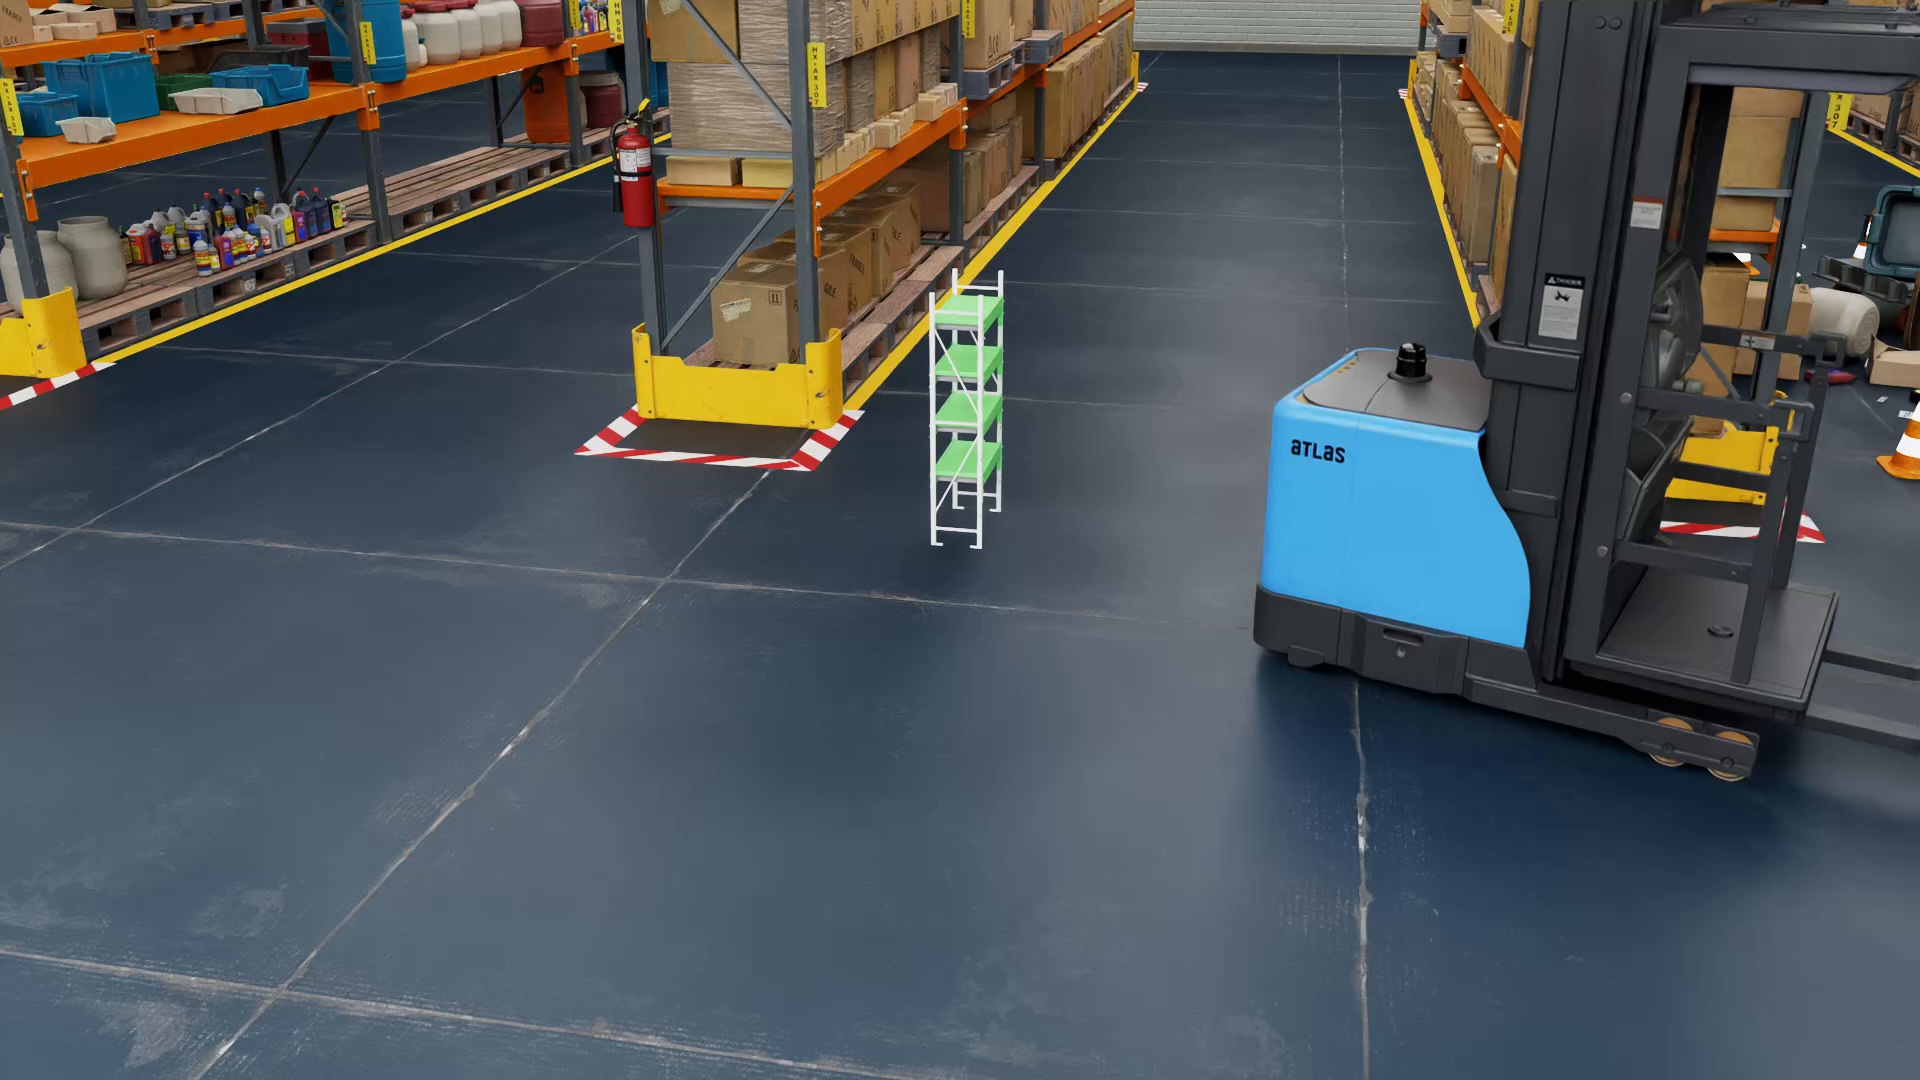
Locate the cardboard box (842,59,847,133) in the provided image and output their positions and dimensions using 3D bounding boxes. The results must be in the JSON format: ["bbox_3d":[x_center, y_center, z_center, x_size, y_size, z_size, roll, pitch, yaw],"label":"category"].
[{"bbox_3d":[-1.166,-2.668,9.930,0.875,0.500,0.500,4,22,11],"label":"cardboard box"}]

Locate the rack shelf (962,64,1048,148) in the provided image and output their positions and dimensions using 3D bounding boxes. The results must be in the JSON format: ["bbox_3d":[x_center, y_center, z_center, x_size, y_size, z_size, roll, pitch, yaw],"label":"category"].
[{"bbox_3d":[-0.065,-3.953,14.616,1.077,0.370,4.000,4,22,11],"label":"rack shelf"}]

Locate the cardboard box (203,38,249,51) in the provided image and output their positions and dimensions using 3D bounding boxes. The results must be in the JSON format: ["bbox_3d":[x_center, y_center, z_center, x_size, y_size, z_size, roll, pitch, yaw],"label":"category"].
[{"bbox_3d":[-9.079,-6.106,20.752,0.500,0.250,0.500,5,22,11],"label":"cardboard box"}]

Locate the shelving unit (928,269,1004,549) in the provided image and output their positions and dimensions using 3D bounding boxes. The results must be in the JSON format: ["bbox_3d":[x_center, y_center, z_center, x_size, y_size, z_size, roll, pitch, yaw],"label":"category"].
[{"bbox_3d":[0.034,-0.617,7.780,0.258,1.200,0.503,4,22,11],"label":"shelving unit"}]

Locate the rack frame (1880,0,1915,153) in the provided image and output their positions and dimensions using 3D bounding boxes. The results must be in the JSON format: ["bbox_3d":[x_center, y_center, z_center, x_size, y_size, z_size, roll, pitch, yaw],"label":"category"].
[{"bbox_3d":[10.861,-5.725,18.054,1.000,3.000,0.127,4,22,11],"label":"rack frame"}]

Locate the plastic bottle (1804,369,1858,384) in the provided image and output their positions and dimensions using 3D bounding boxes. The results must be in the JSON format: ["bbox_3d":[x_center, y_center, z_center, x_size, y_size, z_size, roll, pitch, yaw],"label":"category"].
[{"bbox_3d":[5.387,-1.010,10.280,0.283,0.061,0.133,-3,22,-8],"label":"plastic bottle"}]

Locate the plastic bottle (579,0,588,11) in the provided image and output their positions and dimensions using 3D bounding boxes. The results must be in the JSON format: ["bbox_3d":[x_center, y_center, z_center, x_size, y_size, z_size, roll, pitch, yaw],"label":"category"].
[{"bbox_3d":[-4.342,-6.112,19.188,0.097,0.271,0.097,0,22,0],"label":"plastic bottle"}]

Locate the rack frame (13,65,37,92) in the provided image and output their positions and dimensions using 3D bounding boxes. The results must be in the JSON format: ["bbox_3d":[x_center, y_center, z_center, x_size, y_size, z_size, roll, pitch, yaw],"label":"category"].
[{"bbox_3d":[-13.388,-7.614,22.743,1.000,3.000,0.127,4,22,11],"label":"rack frame"}]

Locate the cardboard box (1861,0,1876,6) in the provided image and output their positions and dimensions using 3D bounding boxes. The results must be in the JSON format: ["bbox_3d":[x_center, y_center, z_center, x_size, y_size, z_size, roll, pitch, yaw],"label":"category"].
[{"bbox_3d":[10.893,-6.334,19.433,0.500,0.500,0.500,4,22,10],"label":"cardboard box"}]

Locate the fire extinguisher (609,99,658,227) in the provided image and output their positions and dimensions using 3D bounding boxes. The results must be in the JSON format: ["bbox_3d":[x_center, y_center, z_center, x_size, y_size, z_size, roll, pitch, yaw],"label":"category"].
[{"bbox_3d":[-1.764,-2.050,9.031,0.296,0.674,0.183,4,22,11],"label":"fire extinguisher"}]

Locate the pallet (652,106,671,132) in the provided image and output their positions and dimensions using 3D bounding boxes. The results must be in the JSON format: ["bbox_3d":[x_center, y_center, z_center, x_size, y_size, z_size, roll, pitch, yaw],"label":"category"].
[{"bbox_3d":[-3.888,-5.286,20.696,1.003,0.211,1.213,4,22,11],"label":"pallet"}]

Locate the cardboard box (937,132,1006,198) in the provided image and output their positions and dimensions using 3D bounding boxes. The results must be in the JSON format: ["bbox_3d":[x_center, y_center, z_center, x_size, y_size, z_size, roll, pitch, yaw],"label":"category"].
[{"bbox_3d":[0.016,-3.404,15.048,0.700,0.500,0.500,6,23,15],"label":"cardboard box"}]

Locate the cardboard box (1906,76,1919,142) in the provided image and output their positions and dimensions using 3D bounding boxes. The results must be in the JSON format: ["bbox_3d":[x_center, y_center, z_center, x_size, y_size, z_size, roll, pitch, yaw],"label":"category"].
[{"bbox_3d":[10.812,-4.702,17.795,0.875,0.875,0.875,5,23,13],"label":"cardboard box"}]

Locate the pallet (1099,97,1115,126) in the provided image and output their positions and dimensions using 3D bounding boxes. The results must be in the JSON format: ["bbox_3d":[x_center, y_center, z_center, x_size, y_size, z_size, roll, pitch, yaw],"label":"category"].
[{"bbox_3d":[1.391,-5.459,21.127,1.003,0.211,1.213,4,22,11],"label":"pallet"}]

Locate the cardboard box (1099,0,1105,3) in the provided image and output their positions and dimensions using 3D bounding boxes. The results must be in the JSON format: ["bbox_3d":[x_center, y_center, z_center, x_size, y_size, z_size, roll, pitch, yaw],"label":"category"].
[{"bbox_3d":[1.511,-6.701,20.280,0.500,0.250,0.500,4,22,10],"label":"cardboard box"}]

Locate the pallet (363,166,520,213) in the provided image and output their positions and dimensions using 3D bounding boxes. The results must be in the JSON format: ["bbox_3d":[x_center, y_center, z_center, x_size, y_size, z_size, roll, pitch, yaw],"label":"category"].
[{"bbox_3d":[-4.953,-3.377,15.956,1.003,0.211,1.213,4,22,11],"label":"pallet"}]

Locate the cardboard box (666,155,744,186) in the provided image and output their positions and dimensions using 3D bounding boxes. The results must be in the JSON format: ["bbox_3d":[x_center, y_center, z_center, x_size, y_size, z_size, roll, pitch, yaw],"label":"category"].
[{"bbox_3d":[-1.434,-2.096,9.378,0.380,0.149,0.250,4,22,11],"label":"cardboard box"}]

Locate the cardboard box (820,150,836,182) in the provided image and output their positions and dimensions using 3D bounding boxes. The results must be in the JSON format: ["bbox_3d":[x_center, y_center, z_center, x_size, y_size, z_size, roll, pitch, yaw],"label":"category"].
[{"bbox_3d":[-0.928,-2.152,9.517,0.380,0.149,0.250,4,22,11],"label":"cardboard box"}]

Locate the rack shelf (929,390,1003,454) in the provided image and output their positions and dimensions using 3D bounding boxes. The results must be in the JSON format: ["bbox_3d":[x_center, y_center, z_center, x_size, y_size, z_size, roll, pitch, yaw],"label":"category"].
[{"bbox_3d":[0.034,-0.558,7.804,0.258,0.148,0.480,4,22,11],"label":"rack shelf"}]

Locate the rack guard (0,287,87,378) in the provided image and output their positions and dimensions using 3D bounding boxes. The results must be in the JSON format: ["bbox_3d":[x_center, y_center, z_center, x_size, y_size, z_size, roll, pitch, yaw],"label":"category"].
[{"bbox_3d":[-6.169,-1.342,10.516,1.175,0.500,0.348,4,22,11],"label":"rack guard"}]

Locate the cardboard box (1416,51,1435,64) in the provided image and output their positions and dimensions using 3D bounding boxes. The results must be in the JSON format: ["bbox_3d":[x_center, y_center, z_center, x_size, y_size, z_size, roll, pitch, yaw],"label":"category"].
[{"bbox_3d":[6.371,-6.511,22.463,0.380,0.149,0.250,3,22,8],"label":"cardboard box"}]

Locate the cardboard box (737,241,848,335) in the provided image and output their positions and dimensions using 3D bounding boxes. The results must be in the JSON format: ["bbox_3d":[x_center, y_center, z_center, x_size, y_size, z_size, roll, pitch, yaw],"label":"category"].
[{"bbox_3d":[-1.057,-1.576,10.535,0.500,0.500,0.500,11,24,25],"label":"cardboard box"}]

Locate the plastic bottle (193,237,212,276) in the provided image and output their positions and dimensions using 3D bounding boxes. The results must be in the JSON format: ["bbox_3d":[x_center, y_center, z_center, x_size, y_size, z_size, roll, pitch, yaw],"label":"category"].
[{"bbox_3d":[-5.463,-2.048,11.986,0.097,0.271,0.097,0,22,0],"label":"plastic bottle"}]

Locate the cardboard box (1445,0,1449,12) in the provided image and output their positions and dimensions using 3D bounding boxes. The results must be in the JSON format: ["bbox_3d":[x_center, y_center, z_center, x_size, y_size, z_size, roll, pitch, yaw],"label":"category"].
[{"bbox_3d":[4.937,-5.229,16.197,0.380,0.149,0.250,5,22,12],"label":"cardboard box"}]

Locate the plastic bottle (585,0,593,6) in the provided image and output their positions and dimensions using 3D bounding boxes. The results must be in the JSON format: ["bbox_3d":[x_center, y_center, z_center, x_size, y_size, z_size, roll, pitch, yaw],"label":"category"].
[{"bbox_3d":[-4.393,-6.237,19.491,0.152,0.276,0.135,4,22,11],"label":"plastic bottle"}]

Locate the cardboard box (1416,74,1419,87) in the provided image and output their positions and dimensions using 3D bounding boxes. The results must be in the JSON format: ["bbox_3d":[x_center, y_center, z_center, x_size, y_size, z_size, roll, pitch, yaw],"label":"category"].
[{"bbox_3d":[6.390,-6.234,22.571,0.380,0.149,0.250,5,22,12],"label":"cardboard box"}]

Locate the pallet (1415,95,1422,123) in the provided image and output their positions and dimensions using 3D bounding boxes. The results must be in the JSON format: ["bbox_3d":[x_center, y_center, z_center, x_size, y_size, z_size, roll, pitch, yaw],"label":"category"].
[{"bbox_3d":[6.343,-5.468,21.148,1.003,0.211,1.213,4,22,11],"label":"pallet"}]

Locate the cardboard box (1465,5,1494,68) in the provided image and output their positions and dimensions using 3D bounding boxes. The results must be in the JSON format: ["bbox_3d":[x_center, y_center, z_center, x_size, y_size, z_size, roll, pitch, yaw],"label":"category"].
[{"bbox_3d":[4.822,-4.506,14.892,0.500,0.500,0.500,5,22,12],"label":"cardboard box"}]

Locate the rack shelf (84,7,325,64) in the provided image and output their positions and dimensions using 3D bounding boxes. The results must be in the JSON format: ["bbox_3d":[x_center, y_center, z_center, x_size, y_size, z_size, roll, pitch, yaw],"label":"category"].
[{"bbox_3d":[-8.946,-6.172,20.127,1.077,0.370,4.000,4,22,11],"label":"rack shelf"}]

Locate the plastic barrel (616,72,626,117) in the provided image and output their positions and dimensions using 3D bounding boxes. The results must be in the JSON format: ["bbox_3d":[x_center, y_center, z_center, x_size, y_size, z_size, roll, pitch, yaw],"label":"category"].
[{"bbox_3d":[-4.165,-5.243,19.624,0.421,0.512,0.421,0,22,0],"label":"plastic barrel"}]

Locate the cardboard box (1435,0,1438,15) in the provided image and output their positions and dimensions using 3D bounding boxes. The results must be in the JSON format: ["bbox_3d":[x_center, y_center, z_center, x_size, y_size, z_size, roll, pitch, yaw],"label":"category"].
[{"bbox_3d":[5.254,-5.657,17.659,0.380,0.149,0.250,3,22,9],"label":"cardboard box"}]

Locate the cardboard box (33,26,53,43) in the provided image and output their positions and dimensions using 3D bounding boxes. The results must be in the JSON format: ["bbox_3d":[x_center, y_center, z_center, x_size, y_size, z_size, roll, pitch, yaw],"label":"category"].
[{"bbox_3d":[-9.559,-5.187,17.054,0.380,0.149,0.250,6,23,15],"label":"cardboard box"}]

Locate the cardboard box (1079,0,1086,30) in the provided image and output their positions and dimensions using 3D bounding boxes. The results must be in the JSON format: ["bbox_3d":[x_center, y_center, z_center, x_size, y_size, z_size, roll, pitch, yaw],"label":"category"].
[{"bbox_3d":[1.123,-5.963,18.511,0.500,0.500,0.500,4,22,10],"label":"cardboard box"}]

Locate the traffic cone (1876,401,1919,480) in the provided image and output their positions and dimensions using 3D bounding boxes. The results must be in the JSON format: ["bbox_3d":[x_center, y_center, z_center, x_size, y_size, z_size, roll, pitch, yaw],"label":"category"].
[{"bbox_3d":[5.044,-0.586,8.690,0.336,0.463,0.334,4,22,11],"label":"traffic cone"}]

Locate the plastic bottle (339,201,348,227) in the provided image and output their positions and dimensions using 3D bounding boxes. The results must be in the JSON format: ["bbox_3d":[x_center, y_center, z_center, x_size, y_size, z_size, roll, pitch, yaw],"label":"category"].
[{"bbox_3d":[-5.091,-2.682,13.655,0.097,0.201,0.097,0,22,0],"label":"plastic bottle"}]

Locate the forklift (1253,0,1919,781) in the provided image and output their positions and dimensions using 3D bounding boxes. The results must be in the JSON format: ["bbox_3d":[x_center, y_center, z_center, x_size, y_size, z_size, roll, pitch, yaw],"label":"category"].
[{"bbox_3d":[2.700,-0.750,5.791,3.031,2.935,1.130,13,25,29],"label":"forklift"}]

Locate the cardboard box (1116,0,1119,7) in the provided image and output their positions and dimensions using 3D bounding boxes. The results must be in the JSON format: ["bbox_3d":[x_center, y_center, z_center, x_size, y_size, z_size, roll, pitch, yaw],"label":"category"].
[{"bbox_3d":[1.862,-7.017,21.599,0.380,0.149,0.250,4,22,9],"label":"cardboard box"}]

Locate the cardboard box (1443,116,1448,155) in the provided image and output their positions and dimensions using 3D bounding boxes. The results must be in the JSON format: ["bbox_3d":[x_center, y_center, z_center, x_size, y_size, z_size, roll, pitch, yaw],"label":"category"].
[{"bbox_3d":[5.166,-4.088,16.774,0.500,0.500,0.500,5,23,13],"label":"cardboard box"}]

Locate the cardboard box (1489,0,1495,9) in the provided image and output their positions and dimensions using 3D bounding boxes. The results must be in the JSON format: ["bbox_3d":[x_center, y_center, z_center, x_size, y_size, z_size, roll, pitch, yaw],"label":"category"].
[{"bbox_3d":[5.076,-4.950,14.656,0.700,0.500,0.500,4,22,11],"label":"cardboard box"}]

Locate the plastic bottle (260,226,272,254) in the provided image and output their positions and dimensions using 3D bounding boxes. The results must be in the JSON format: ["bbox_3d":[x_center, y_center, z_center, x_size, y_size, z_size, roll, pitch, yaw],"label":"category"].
[{"bbox_3d":[-5.311,-2.288,12.677,0.097,0.201,0.097,0,22,0],"label":"plastic bottle"}]

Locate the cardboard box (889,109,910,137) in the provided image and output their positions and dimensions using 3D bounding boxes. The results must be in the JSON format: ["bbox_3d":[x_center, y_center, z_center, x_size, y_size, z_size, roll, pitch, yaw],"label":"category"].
[{"bbox_3d":[-0.550,-2.790,11.102,0.380,0.149,0.250,4,22,11],"label":"cardboard box"}]

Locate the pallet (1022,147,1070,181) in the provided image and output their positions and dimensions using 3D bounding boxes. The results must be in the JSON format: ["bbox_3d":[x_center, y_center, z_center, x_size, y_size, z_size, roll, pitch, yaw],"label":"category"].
[{"bbox_3d":[0.577,-4.007,17.520,1.003,0.211,1.213,4,22,11],"label":"pallet"}]

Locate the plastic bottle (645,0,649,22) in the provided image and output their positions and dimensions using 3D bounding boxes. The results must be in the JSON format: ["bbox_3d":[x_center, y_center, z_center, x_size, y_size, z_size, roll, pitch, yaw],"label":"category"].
[{"bbox_3d":[-3.706,-6.180,19.349,0.152,0.276,0.135,4,22,11],"label":"plastic bottle"}]

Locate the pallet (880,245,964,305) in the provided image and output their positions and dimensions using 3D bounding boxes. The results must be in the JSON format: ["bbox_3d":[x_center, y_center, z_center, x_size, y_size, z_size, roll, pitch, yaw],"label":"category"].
[{"bbox_3d":[-0.576,-2.013,12.570,1.003,0.211,1.213,4,22,11],"label":"pallet"}]

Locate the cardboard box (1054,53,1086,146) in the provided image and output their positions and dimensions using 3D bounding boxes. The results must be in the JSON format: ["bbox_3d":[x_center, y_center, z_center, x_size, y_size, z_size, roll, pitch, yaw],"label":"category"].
[{"bbox_3d":[0.693,-4.803,18.047,1.225,0.875,0.875,5,22,11],"label":"cardboard box"}]

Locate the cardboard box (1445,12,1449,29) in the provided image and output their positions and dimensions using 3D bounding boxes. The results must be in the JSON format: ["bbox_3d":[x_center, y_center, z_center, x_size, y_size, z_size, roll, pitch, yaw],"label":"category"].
[{"bbox_3d":[4.881,-4.987,15.996,0.380,0.149,0.250,4,22,11],"label":"cardboard box"}]

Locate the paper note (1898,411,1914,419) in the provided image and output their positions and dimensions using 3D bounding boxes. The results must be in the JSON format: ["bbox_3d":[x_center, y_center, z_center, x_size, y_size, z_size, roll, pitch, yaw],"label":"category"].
[{"bbox_3d":[5.519,-0.728,9.622,0.144,0.017,0.142,13,25,29],"label":"paper note"}]

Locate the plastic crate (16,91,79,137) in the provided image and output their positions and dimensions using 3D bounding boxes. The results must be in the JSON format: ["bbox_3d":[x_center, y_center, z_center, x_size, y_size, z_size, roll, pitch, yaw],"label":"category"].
[{"bbox_3d":[-6.191,-2.844,11.098,0.499,0.251,0.408,4,22,11],"label":"plastic crate"}]

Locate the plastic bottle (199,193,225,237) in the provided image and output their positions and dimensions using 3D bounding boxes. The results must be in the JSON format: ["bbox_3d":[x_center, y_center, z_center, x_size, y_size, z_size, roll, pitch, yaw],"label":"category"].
[{"bbox_3d":[-5.932,-2.575,13.190,0.144,0.351,0.185,4,22,9],"label":"plastic bottle"}]

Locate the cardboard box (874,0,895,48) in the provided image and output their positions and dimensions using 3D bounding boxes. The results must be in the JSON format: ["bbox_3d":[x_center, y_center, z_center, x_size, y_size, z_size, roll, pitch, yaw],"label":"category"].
[{"bbox_3d":[-0.701,-3.286,10.127,0.500,0.500,0.500,4,22,11],"label":"cardboard box"}]

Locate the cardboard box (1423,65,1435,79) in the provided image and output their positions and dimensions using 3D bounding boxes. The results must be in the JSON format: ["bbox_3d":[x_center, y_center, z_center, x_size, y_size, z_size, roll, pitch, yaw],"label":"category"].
[{"bbox_3d":[6.006,-5.847,20.813,0.380,0.149,0.250,4,22,9],"label":"cardboard box"}]

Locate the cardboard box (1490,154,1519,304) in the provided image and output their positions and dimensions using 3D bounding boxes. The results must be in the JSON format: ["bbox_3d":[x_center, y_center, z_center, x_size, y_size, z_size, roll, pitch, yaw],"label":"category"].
[{"bbox_3d":[4.165,-2.125,11.396,0.875,0.875,0.875,5,22,12],"label":"cardboard box"}]

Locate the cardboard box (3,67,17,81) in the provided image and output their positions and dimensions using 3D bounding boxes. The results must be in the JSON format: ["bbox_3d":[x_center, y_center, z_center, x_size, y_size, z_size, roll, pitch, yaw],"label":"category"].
[{"bbox_3d":[-13.394,-6.564,22.451,0.750,0.750,0.750,5,22,12],"label":"cardboard box"}]

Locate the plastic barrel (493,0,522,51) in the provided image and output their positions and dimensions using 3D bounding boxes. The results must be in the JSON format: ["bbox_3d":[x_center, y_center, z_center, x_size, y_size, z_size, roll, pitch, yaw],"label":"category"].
[{"bbox_3d":[-4.507,-5.055,16.240,0.421,0.512,0.421,0,22,0],"label":"plastic barrel"}]

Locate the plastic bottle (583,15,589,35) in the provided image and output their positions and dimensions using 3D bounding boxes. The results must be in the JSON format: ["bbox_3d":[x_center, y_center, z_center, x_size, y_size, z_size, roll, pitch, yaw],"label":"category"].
[{"bbox_3d":[-4.031,-5.513,17.793,0.097,0.201,0.097,0,22,0],"label":"plastic bottle"}]

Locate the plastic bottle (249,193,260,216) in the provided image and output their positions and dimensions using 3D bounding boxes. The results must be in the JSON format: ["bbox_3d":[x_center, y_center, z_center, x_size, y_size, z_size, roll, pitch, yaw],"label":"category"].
[{"bbox_3d":[-5.751,-2.665,13.503,0.061,0.283,0.133,4,22,11],"label":"plastic bottle"}]

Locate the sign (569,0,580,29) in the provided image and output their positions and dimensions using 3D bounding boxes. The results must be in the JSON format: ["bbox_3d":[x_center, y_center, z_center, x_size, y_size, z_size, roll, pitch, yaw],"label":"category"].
[{"bbox_3d":[-3.966,-5.432,17.107,0.100,0.325,0.005,4,22,11],"label":"sign"}]

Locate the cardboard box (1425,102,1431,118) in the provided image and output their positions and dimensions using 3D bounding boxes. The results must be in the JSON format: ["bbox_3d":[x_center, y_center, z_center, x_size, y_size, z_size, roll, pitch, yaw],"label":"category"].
[{"bbox_3d":[5.741,-5.108,19.774,0.380,0.149,0.250,5,22,12],"label":"cardboard box"}]
